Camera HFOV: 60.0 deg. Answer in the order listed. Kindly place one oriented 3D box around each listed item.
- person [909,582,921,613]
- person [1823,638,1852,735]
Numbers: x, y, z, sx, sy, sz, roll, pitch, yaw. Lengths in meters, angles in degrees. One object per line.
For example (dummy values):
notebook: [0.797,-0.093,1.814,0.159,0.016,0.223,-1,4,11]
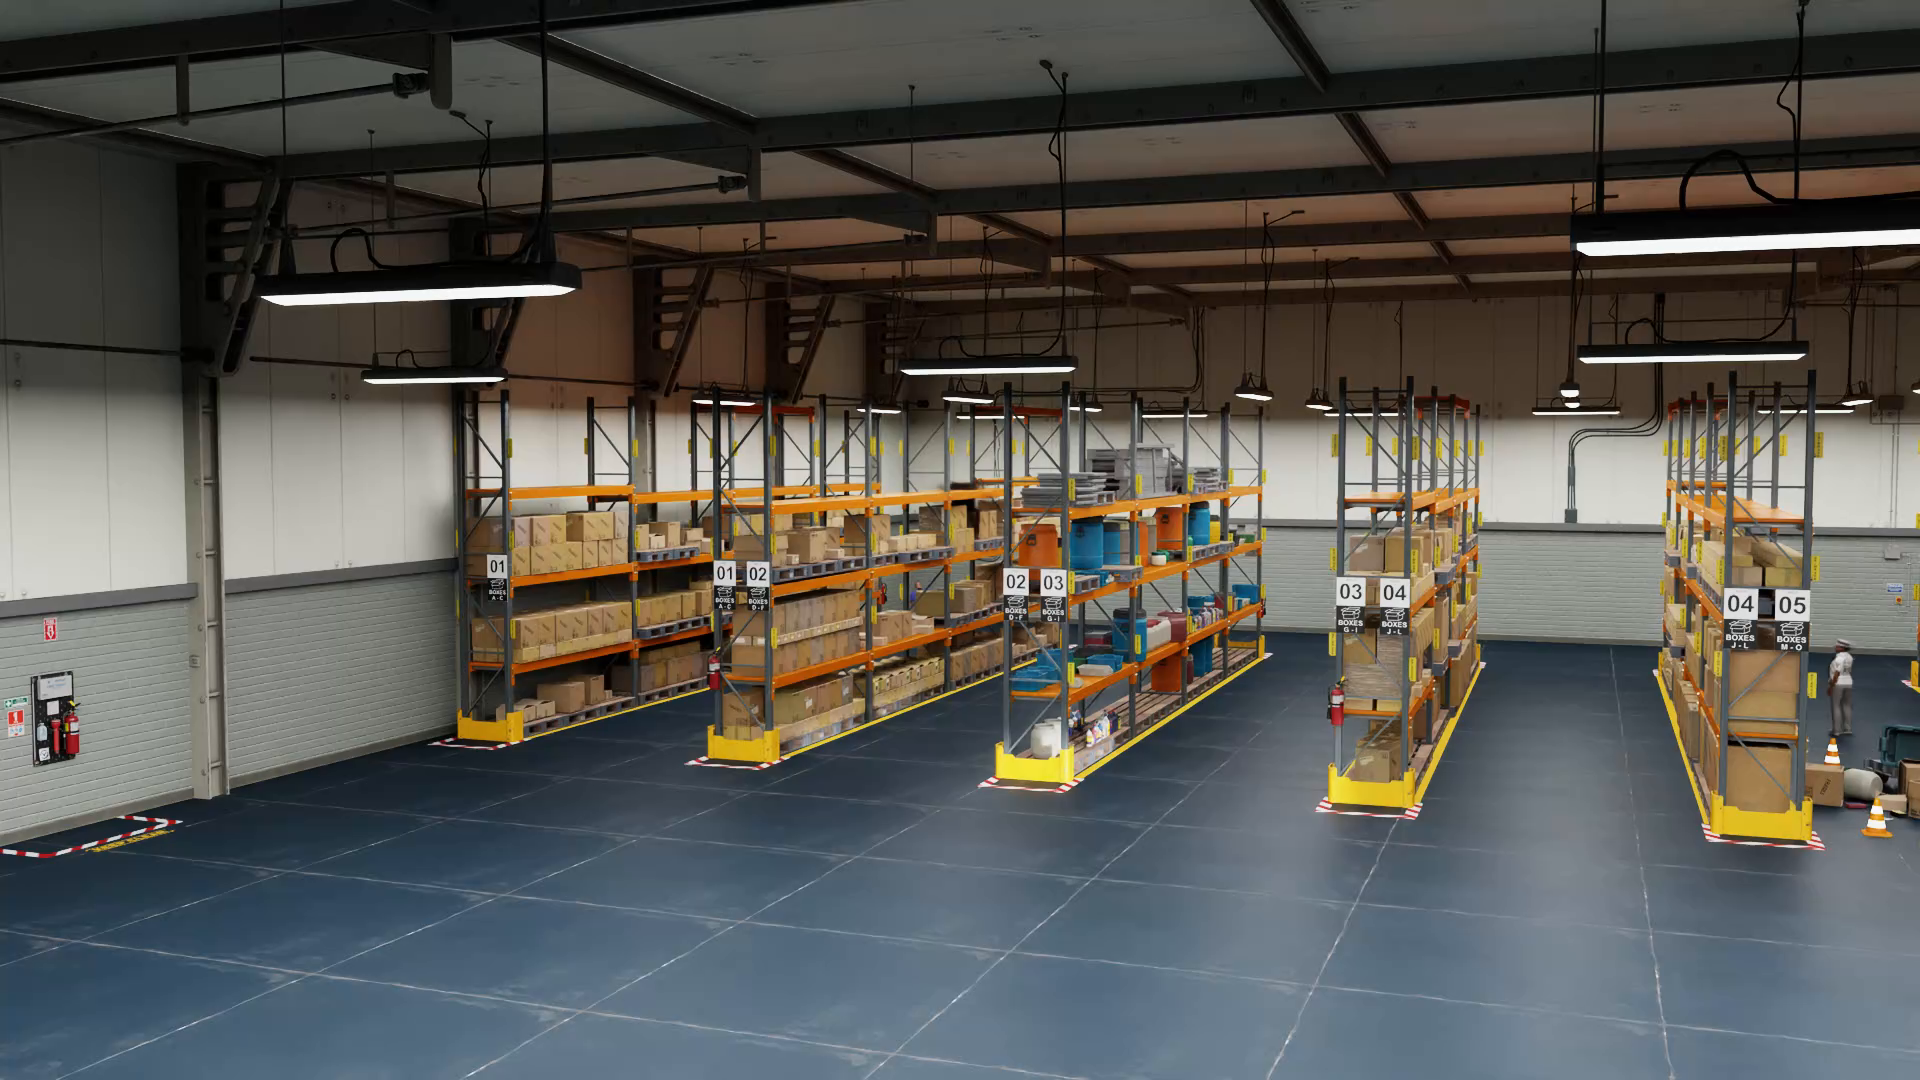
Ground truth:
person: [-1.053,1.869,42.458,0.530,1.596,0.710,1,3,14]
person: [15.422,2.572,29.169,0.519,1.696,0.410,-1,3,-15]
